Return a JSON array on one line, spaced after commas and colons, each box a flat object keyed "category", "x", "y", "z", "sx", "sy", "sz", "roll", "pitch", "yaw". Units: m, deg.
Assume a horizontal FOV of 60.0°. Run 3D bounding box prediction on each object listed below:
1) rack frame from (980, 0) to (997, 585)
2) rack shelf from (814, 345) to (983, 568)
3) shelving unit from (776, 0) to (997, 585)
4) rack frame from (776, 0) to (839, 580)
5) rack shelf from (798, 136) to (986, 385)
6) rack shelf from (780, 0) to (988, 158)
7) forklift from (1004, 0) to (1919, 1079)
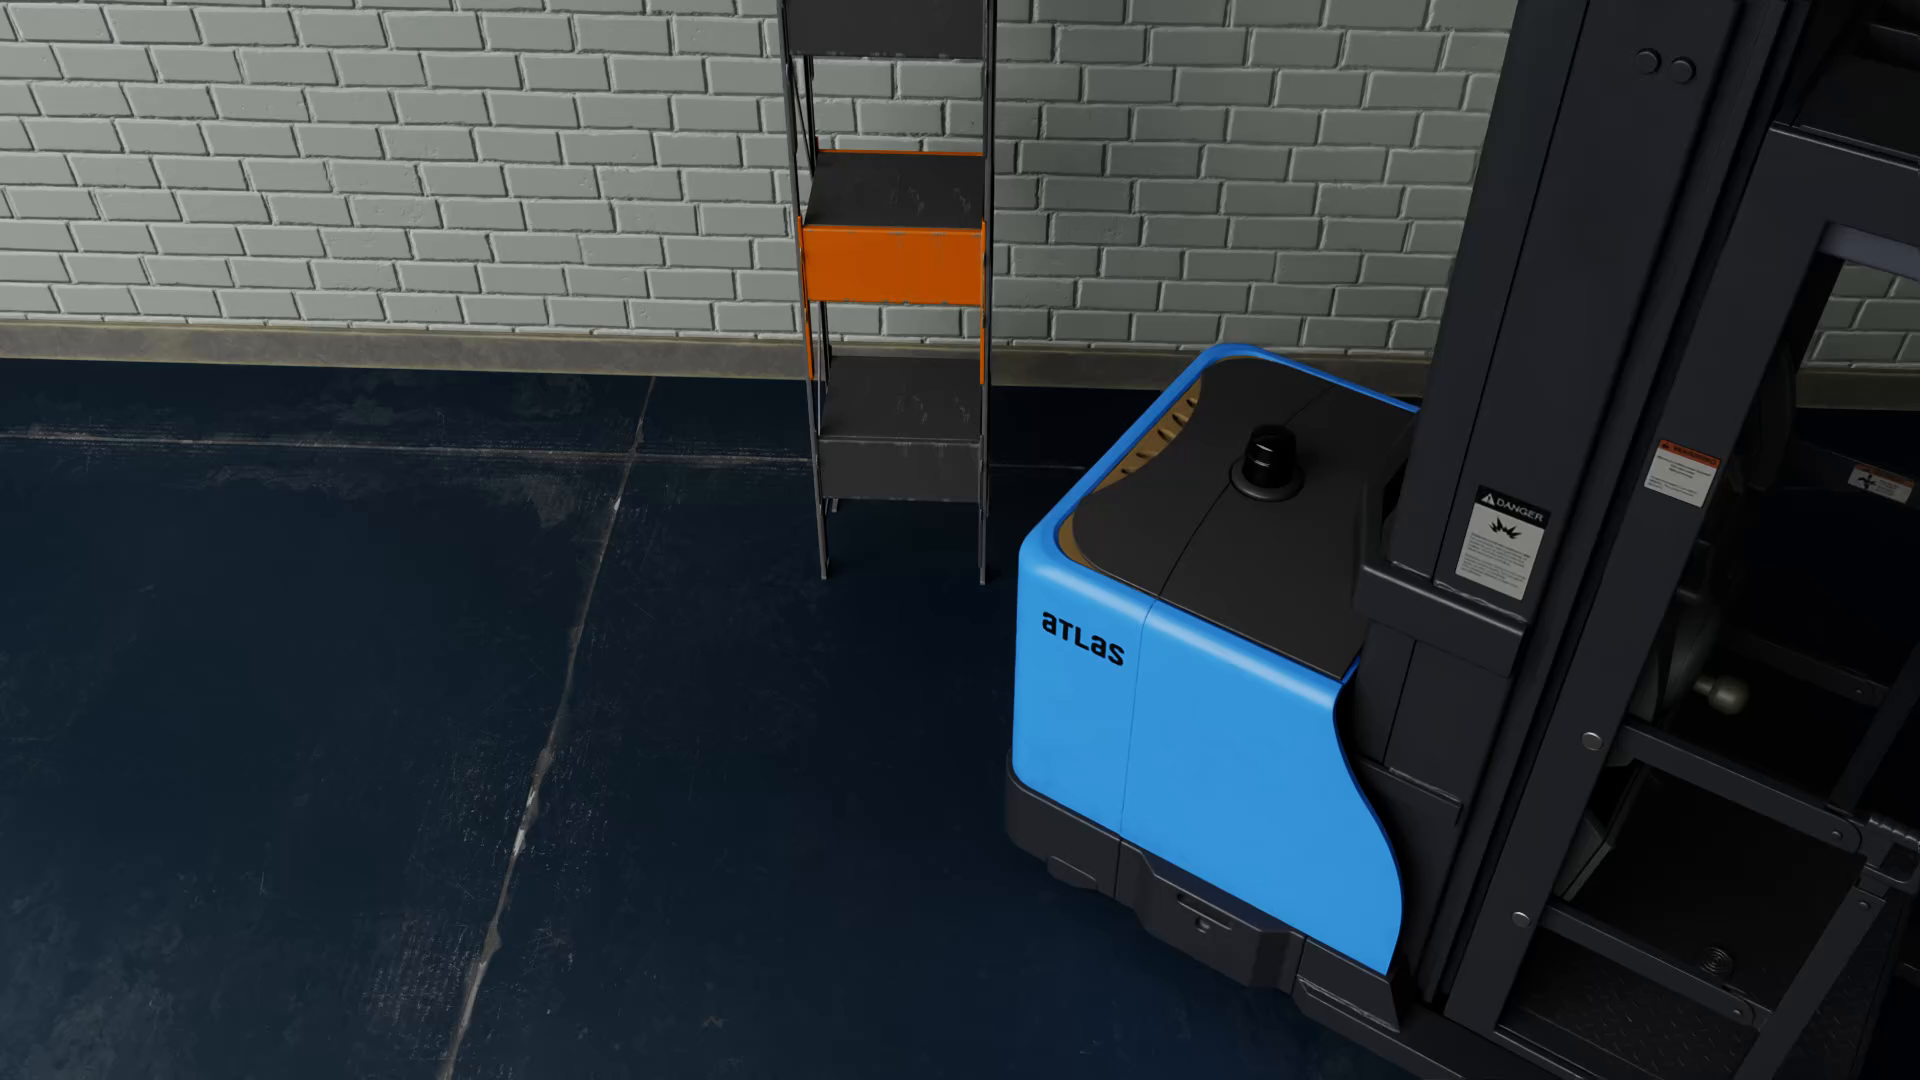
[{"category": "rack frame", "x": 0.078, "y": -0.766, "z": 4.532, "sx": 0.015, "sy": 2.100, "sz": 0.400, "roll": 2, "pitch": 43, "yaw": 2}, {"category": "rack shelf", "x": -0.165, "y": -0.251, "z": 5.026, "sx": 0.480, "sy": 0.518, "sz": 0.431, "roll": 2, "pitch": 43, "yaw": 2}, {"category": "shelving unit", "x": -0.165, "y": -0.773, "z": 4.540, "sx": 0.503, "sy": 2.100, "sz": 0.431, "roll": 2, "pitch": 43, "yaw": 2}, {"category": "rack frame", "x": -0.409, "y": -0.781, "z": 4.548, "sx": 0.015, "sy": 2.100, "sz": 0.400, "roll": 2, "pitch": 43, "yaw": 2}, {"category": "rack shelf", "x": -0.165, "y": -0.763, "z": 4.549, "sx": 0.480, "sy": 0.518, "sz": 0.431, "roll": 2, "pitch": 43, "yaw": 2}, {"category": "rack shelf", "x": -0.165, "y": -1.276, "z": 4.072, "sx": 0.480, "sy": 0.518, "sz": 0.431, "roll": 2, "pitch": 43, "yaw": 2}, {"category": "forklift", "x": 1.621, "y": 0.022, "z": 3.076, "sx": 3.031, "sy": 2.935, "sz": 1.130, "roll": 25, "pitch": 48, "yaw": 24}]
